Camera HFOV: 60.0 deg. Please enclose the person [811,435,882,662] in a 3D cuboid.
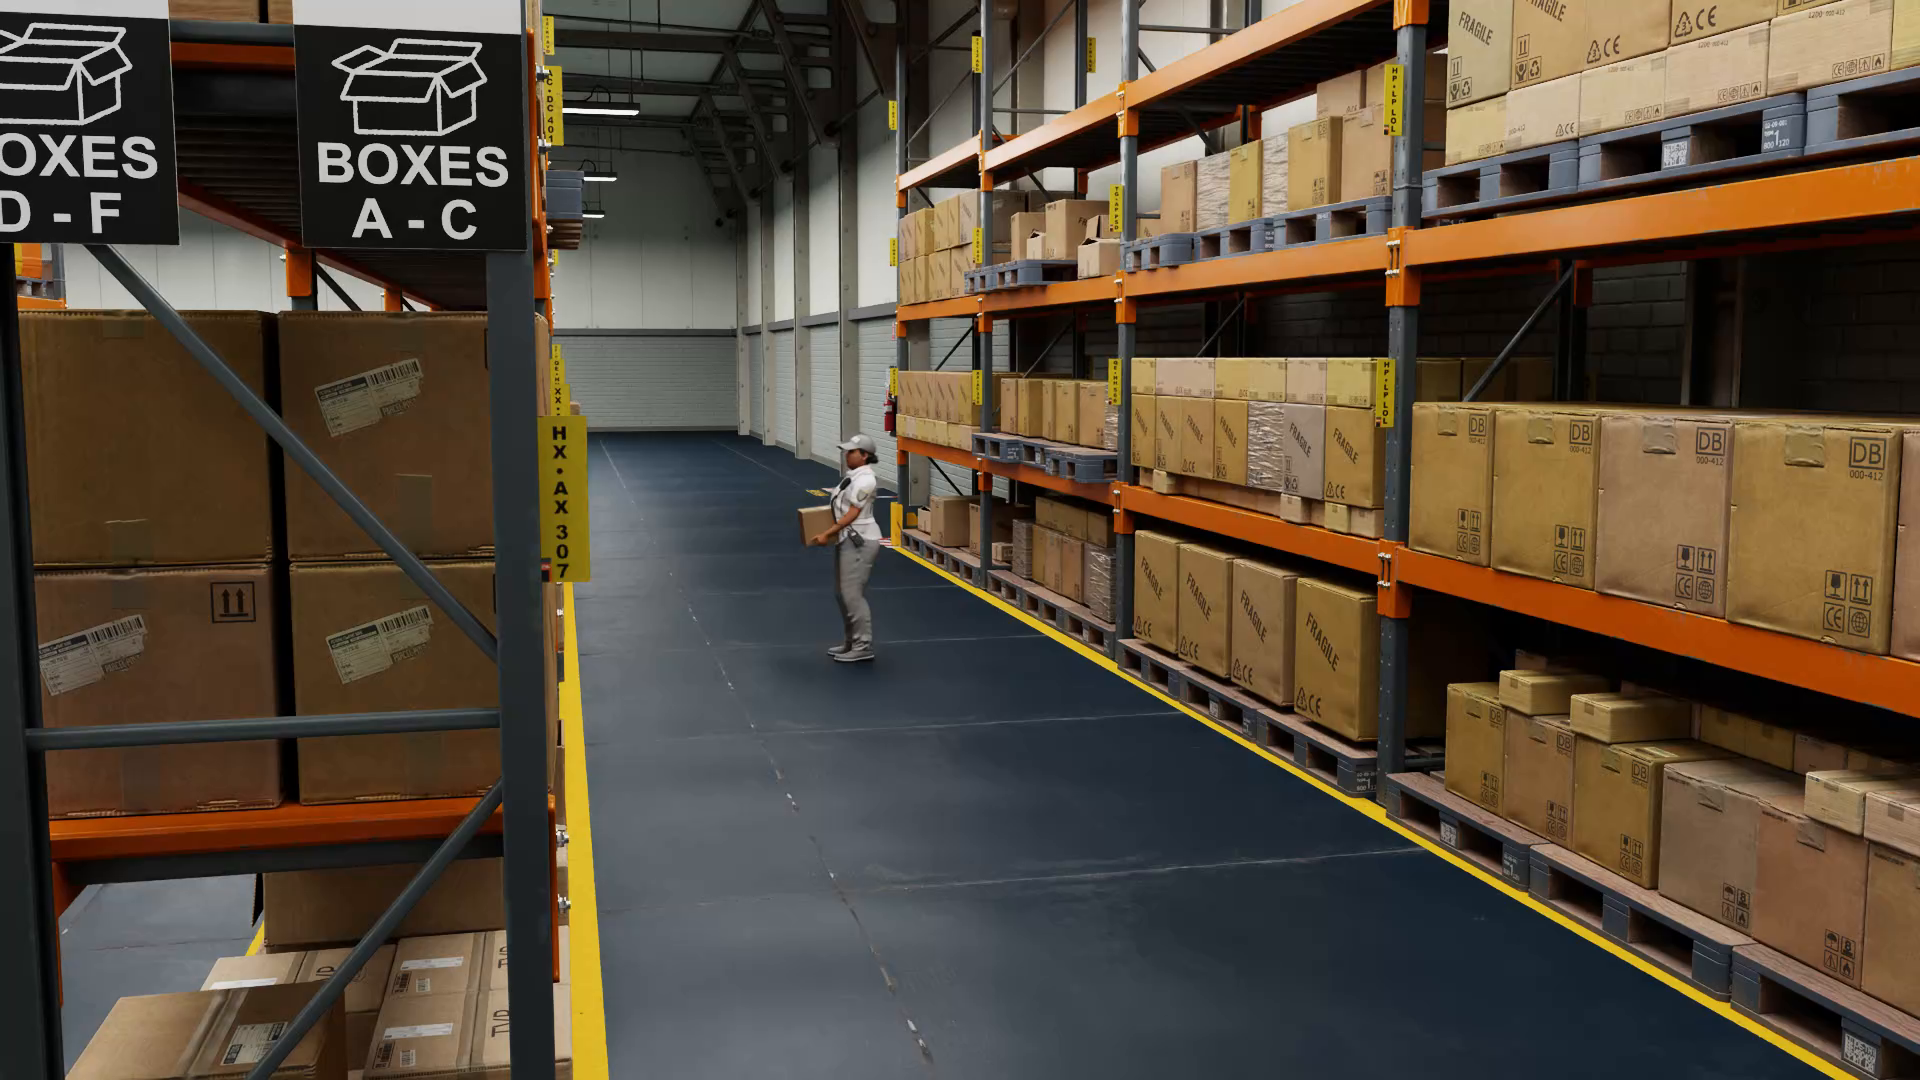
[{"bbox_3d":[-0.848,0.054,12.228,0.541,1.654,0.453,-1,6,-13],"label":"person"}]
